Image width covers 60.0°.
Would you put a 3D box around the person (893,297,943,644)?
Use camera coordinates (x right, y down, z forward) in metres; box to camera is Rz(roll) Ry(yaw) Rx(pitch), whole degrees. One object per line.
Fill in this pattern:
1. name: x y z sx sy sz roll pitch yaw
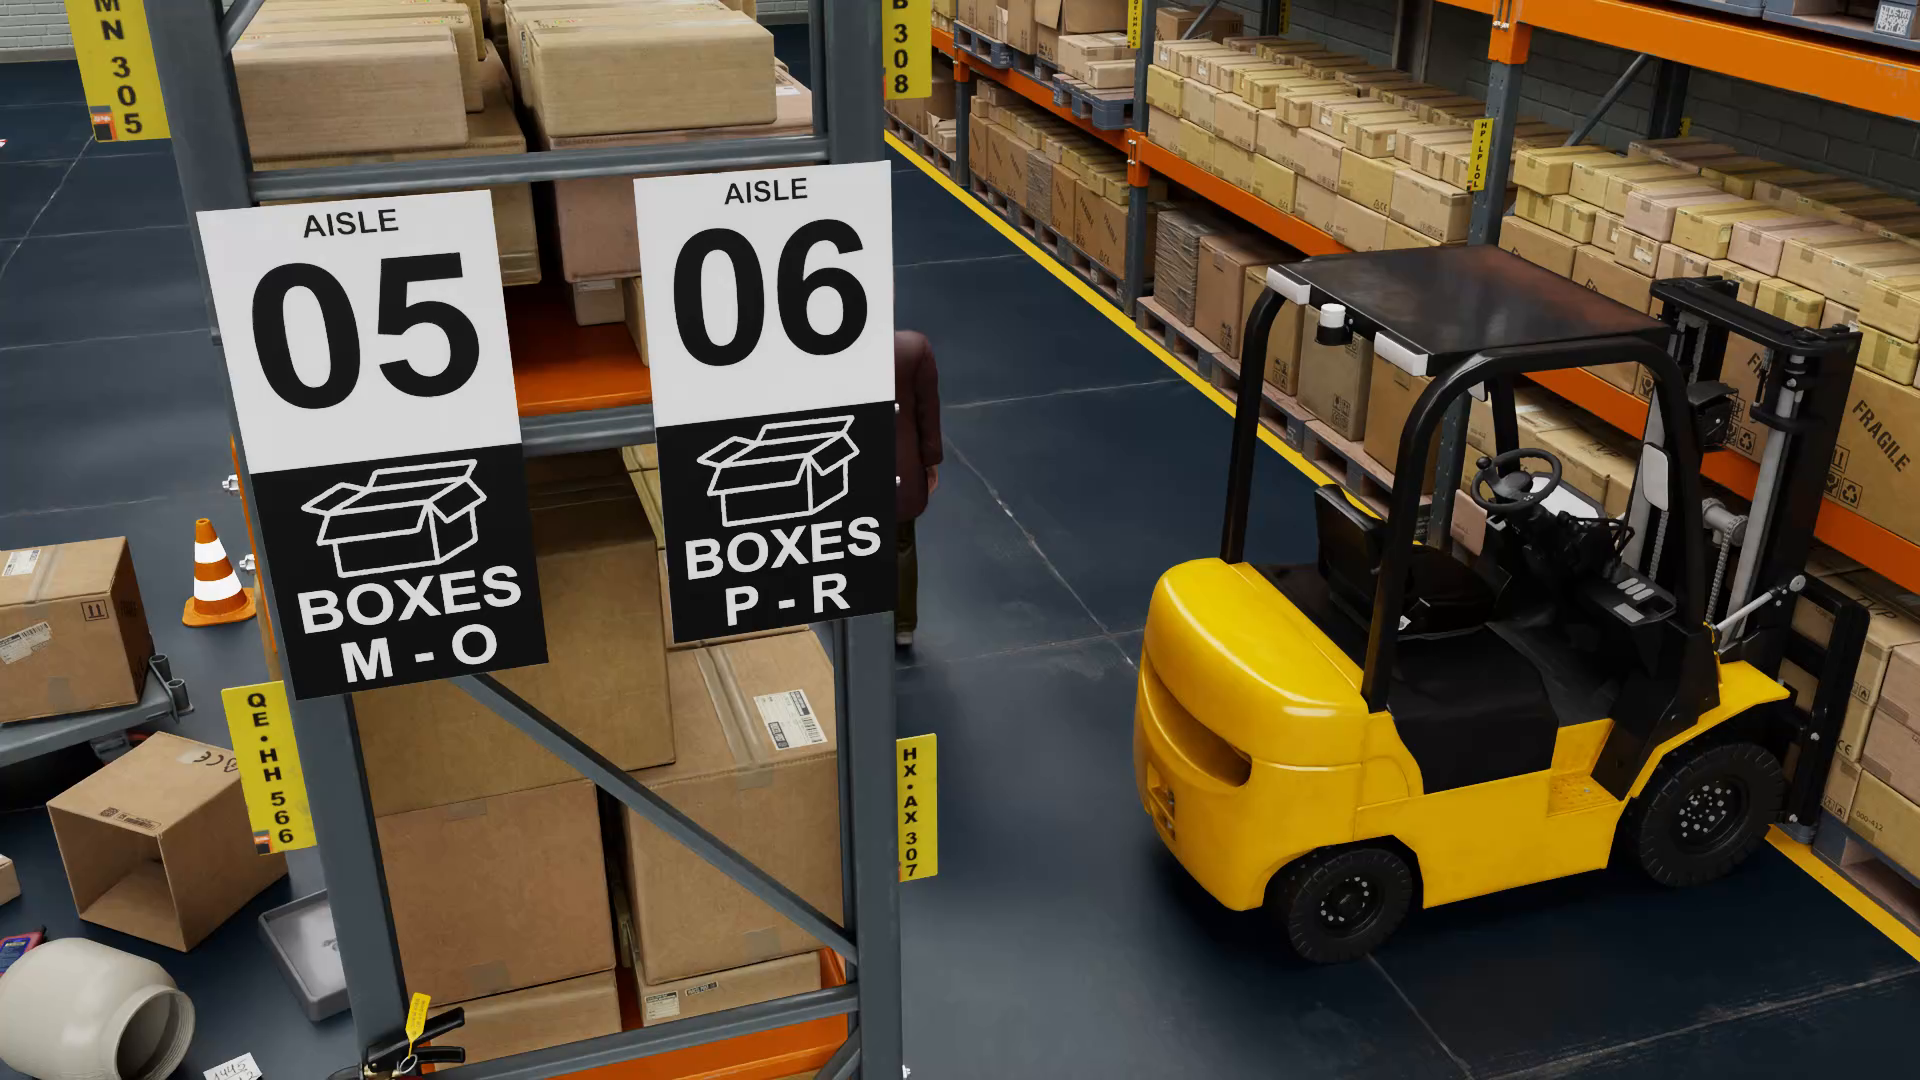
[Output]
1. person: -0.396 -0.328 7.285 0.602 1.808 0.453 -10 28 -19
